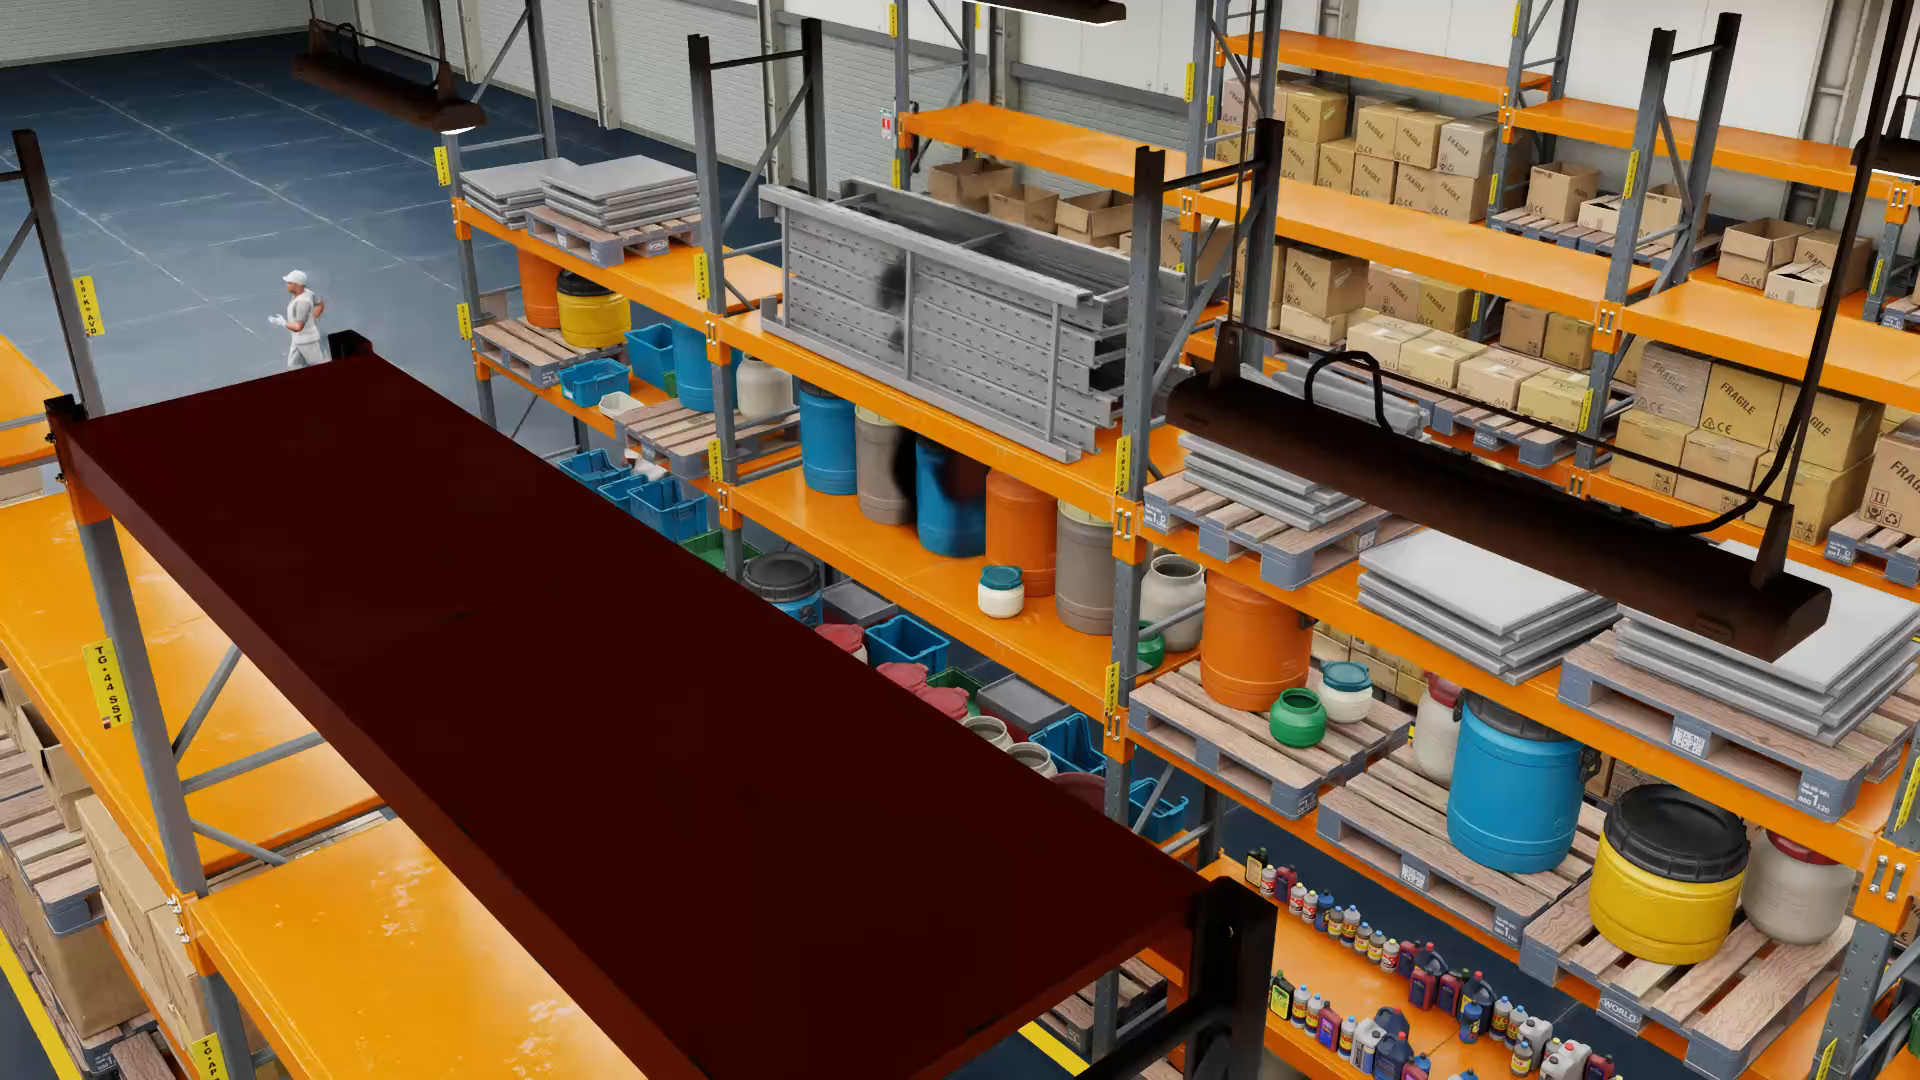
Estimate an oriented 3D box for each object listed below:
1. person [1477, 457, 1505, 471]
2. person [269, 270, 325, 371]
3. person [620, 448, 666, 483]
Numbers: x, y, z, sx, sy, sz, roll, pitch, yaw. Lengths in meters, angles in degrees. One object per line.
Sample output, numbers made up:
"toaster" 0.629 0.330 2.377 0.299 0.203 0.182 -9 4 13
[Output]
"person" 5.166 -0.322 16.387 0.711 1.710 0.556 23 35 37
"person" -7.951 -2.406 20.304 0.836 1.838 0.652 -12 29 -22
"person" -3.160 -0.690 17.063 0.820 1.736 0.744 14 30 26
